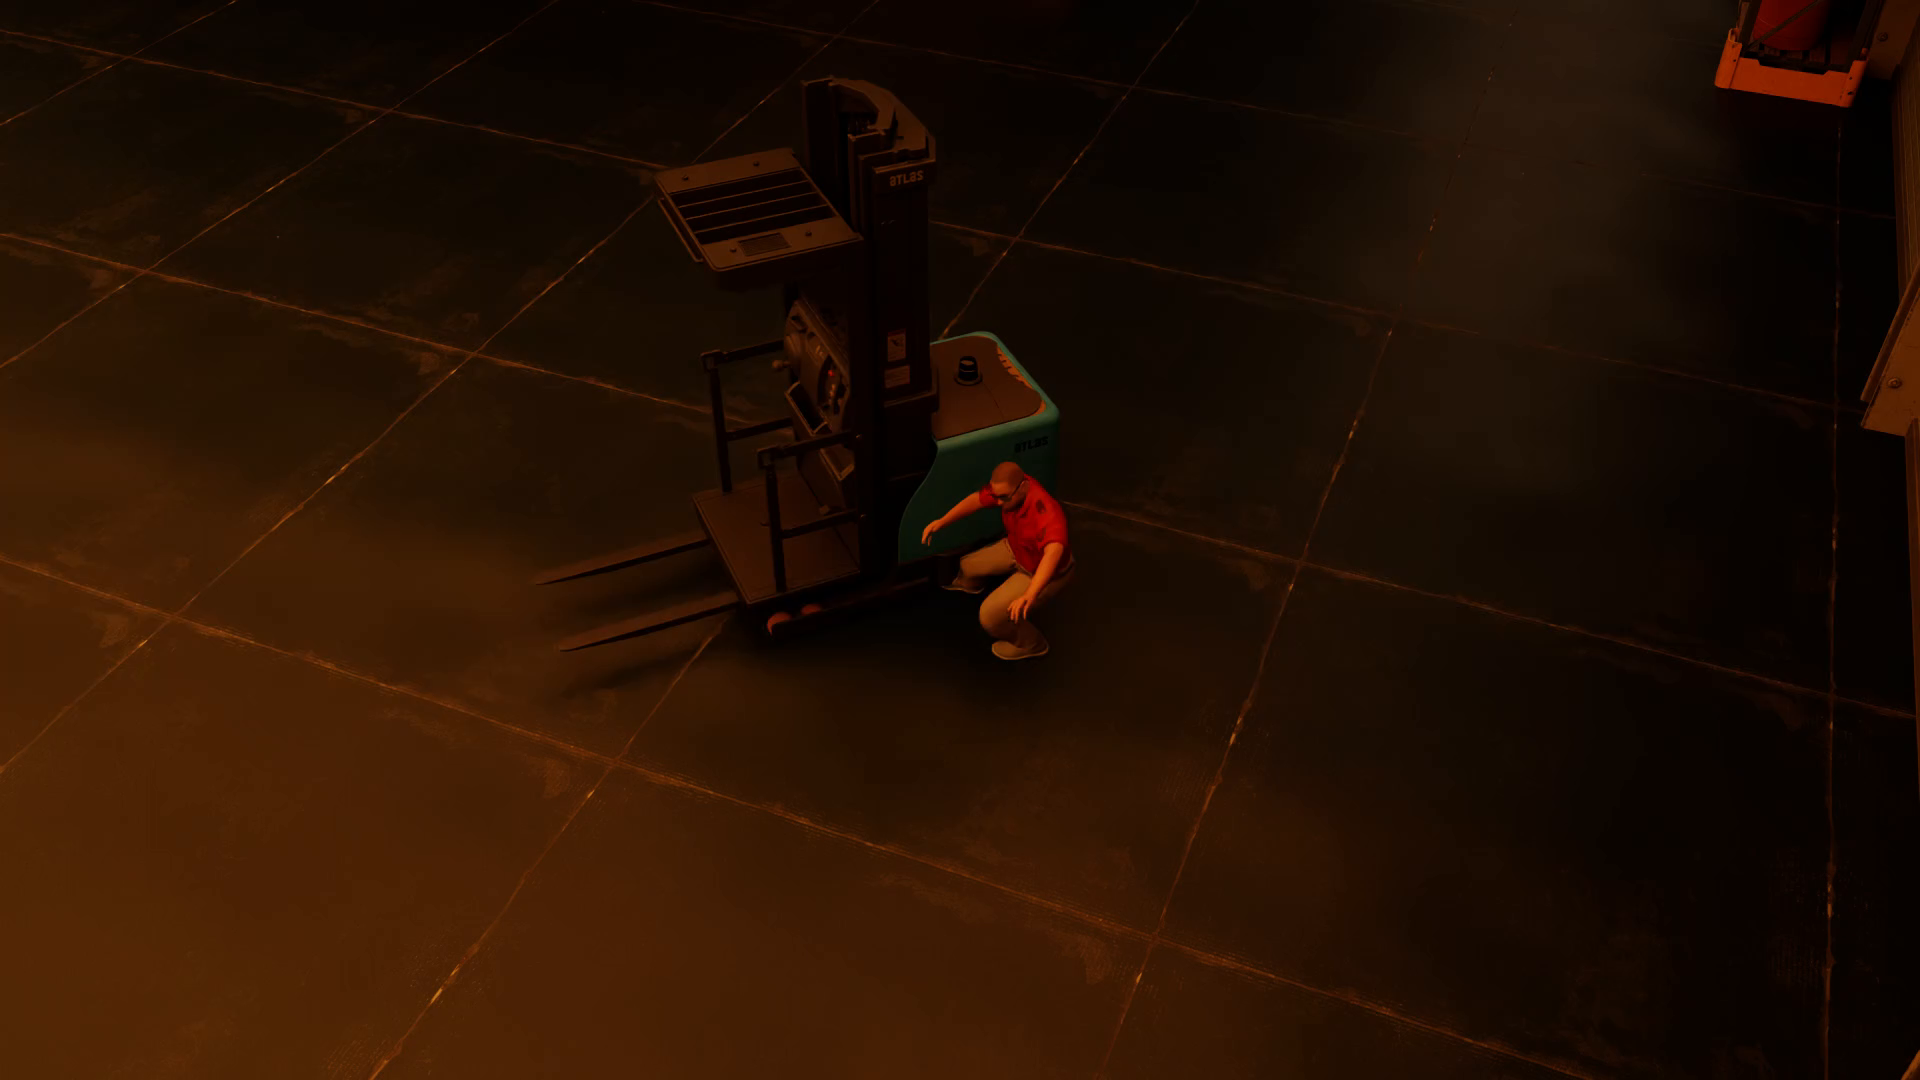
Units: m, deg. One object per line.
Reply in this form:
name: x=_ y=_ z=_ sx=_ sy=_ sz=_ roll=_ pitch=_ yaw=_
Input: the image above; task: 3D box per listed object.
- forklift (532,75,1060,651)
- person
forklift: x=-0.972 y=-0.931 z=9.118 sx=3.031 sy=2.935 sz=1.130 roll=-16 pitch=43 yaw=-18
person: x=0.223 y=0.135 z=8.999 sx=0.793 sy=1.465 sz=1.562 roll=-17 pitch=43 yaw=-20
